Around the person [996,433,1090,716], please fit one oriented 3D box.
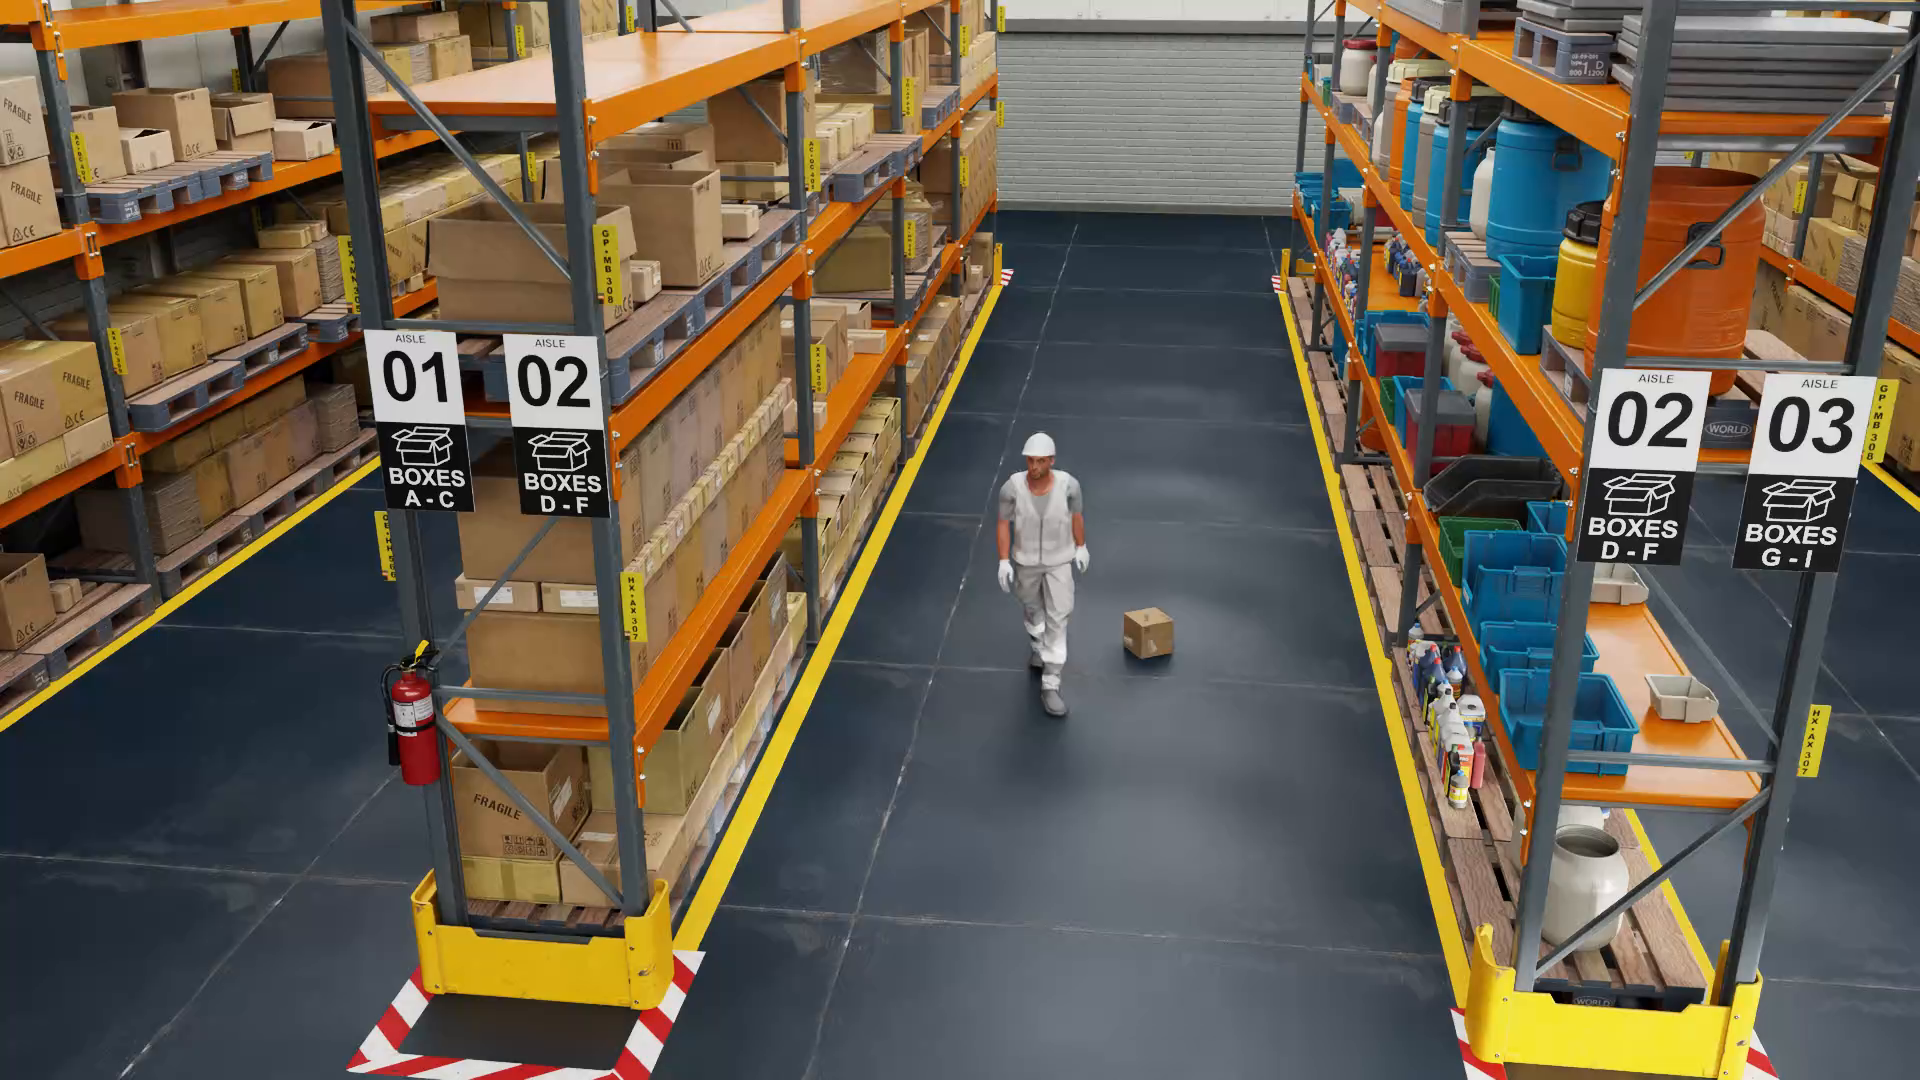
[{"bbox_3d":[0.522,0.138,10.646,0.581,1.727,0.970,3,21,9],"label":"person"}]
